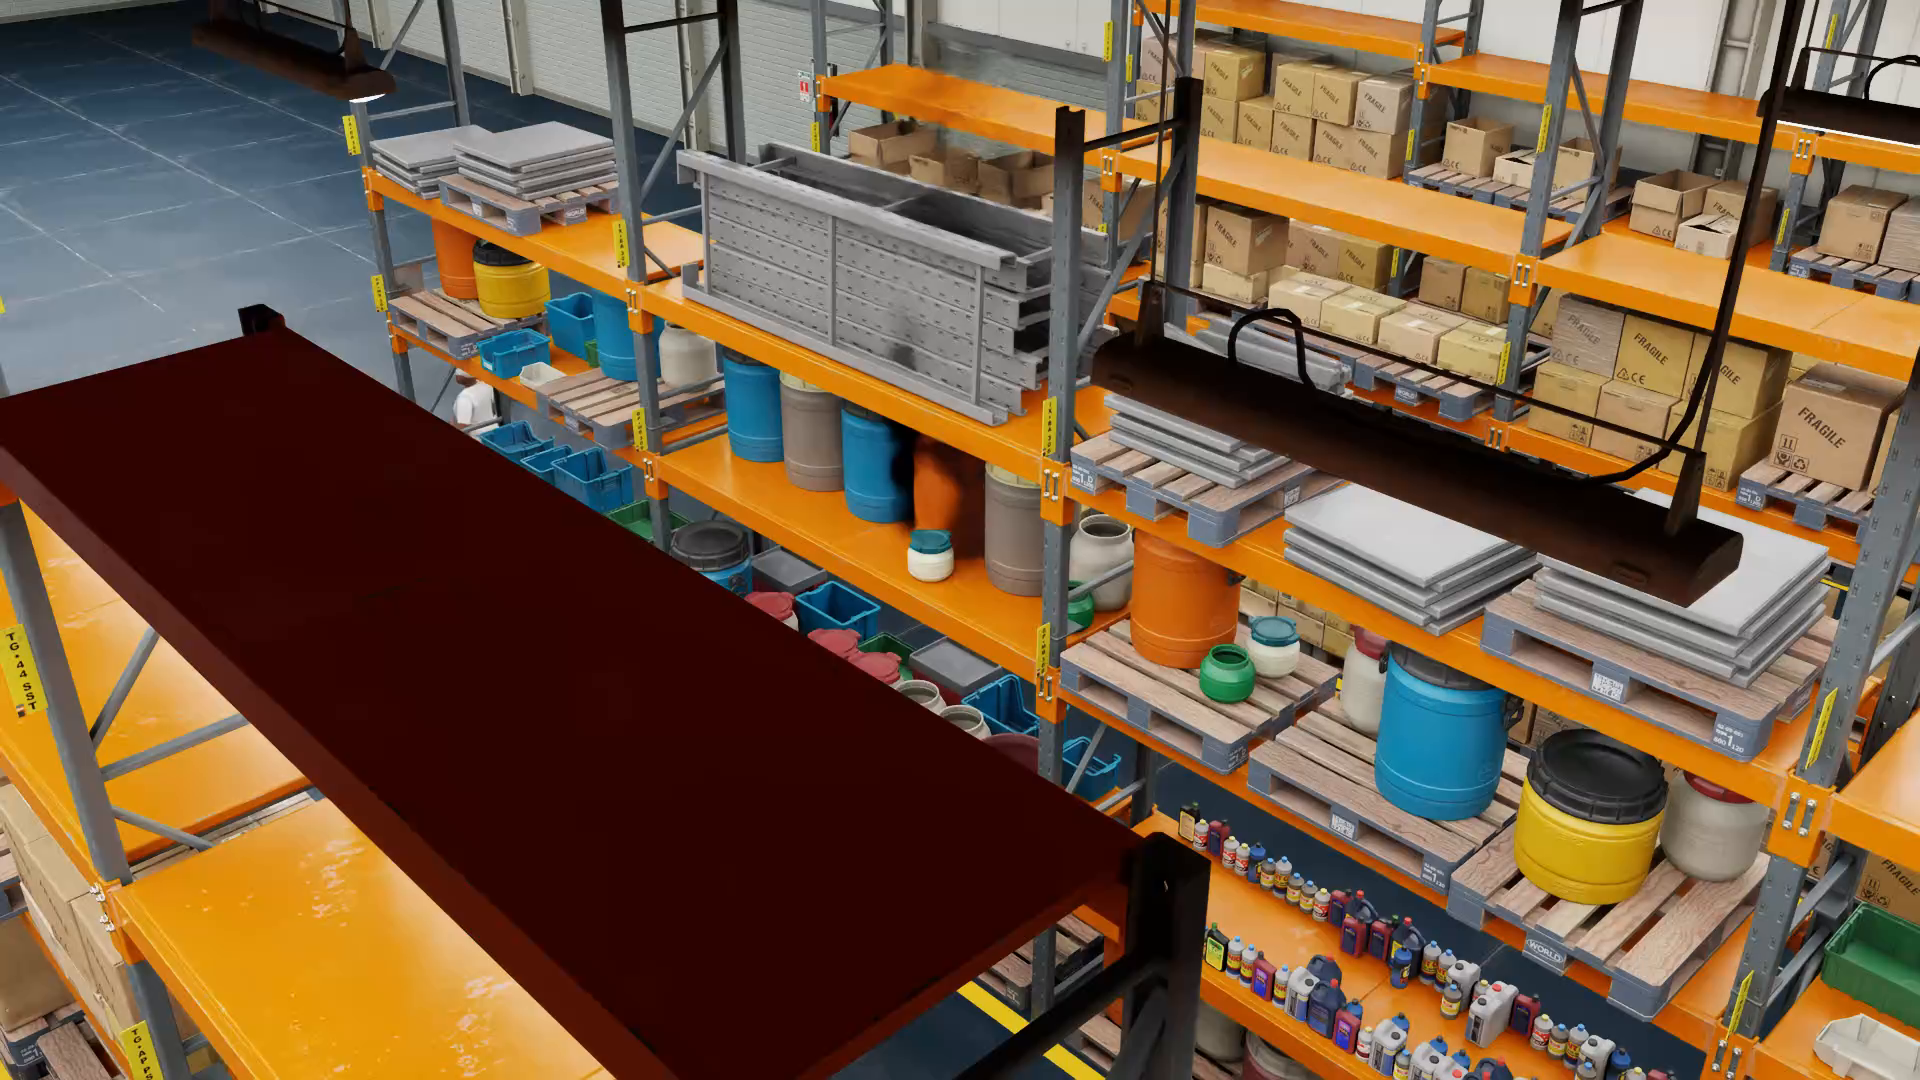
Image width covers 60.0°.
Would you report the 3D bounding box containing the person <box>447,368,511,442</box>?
[{"bbox_3d":[-4.878,-1.043,16.963,0.847,1.765,0.724,4,28,7],"label":"person"}]
